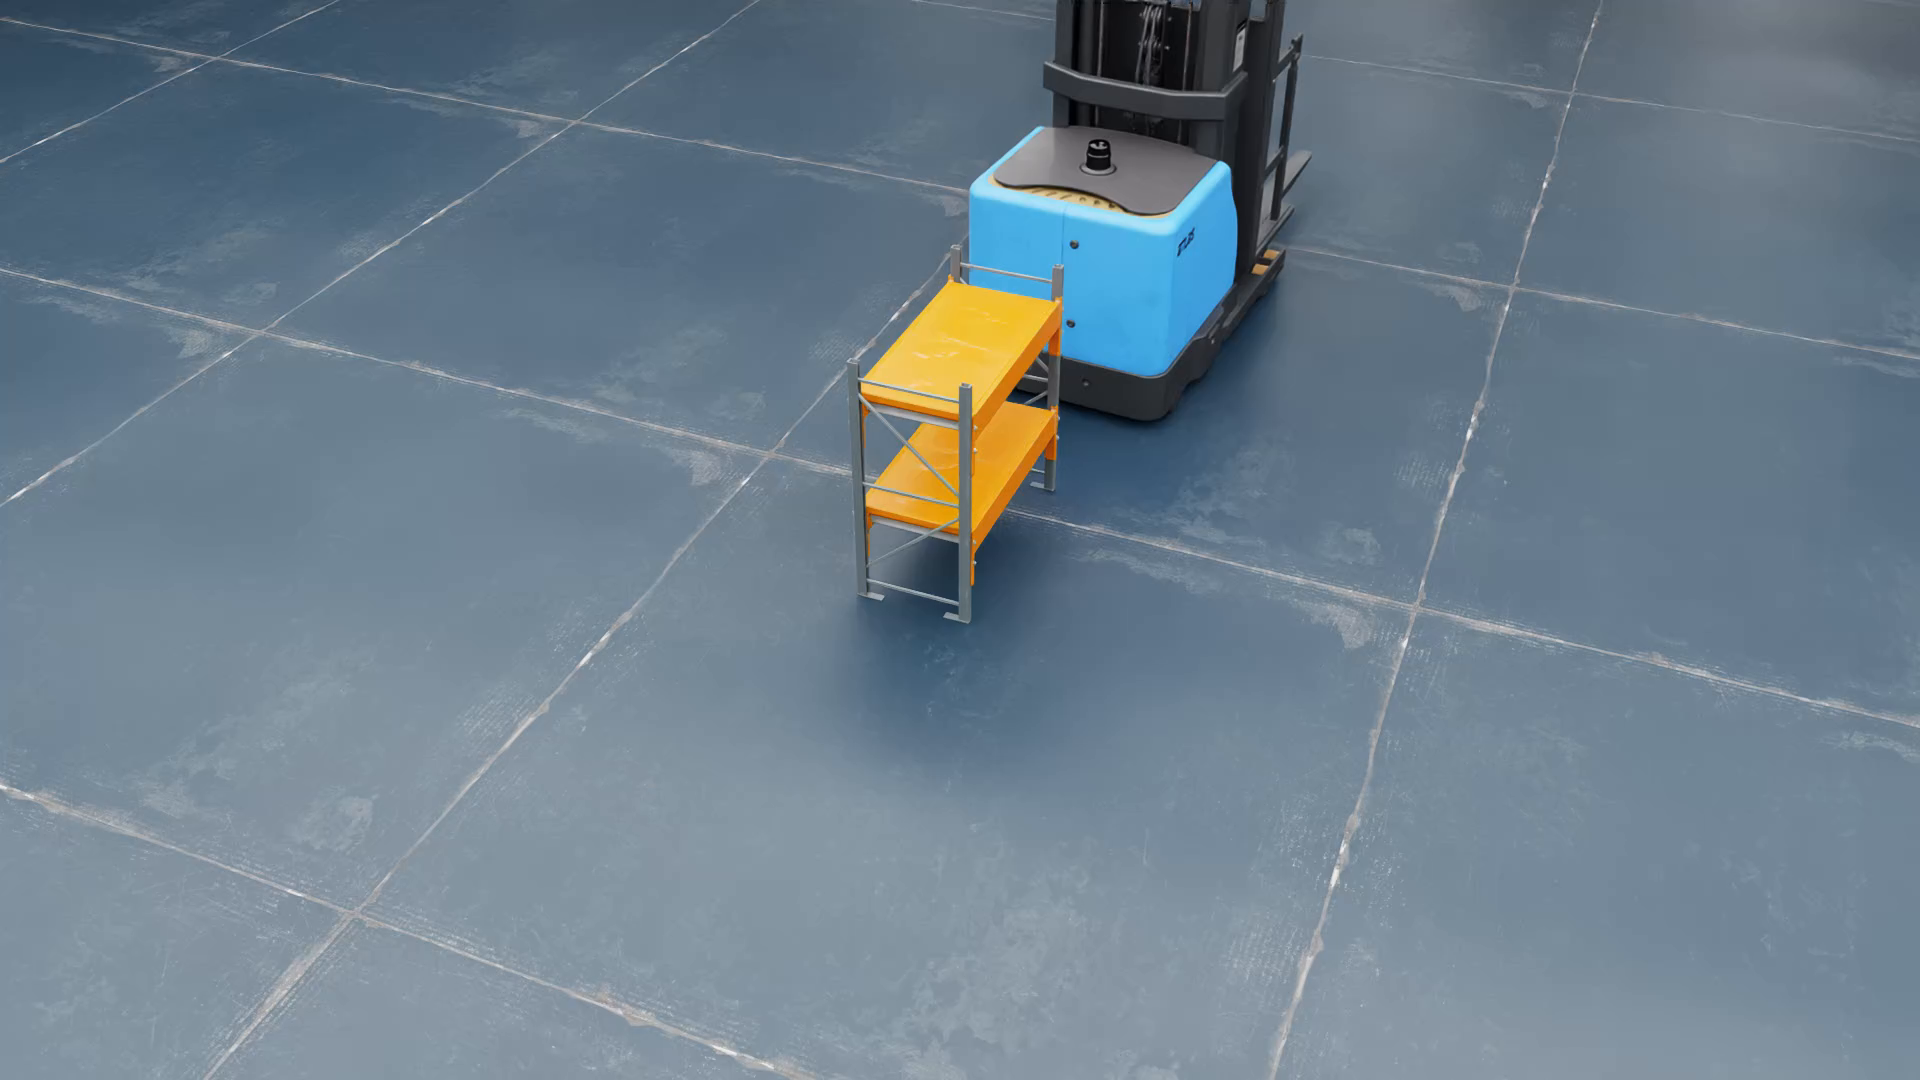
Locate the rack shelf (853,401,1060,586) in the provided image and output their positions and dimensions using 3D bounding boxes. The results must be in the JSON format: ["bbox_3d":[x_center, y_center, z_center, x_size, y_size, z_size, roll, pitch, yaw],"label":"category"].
[{"bbox_3d":[0.003,-0.258,7.065,0.538,0.278,1.000,14,39,18],"label":"rack shelf"}]

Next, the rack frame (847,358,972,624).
[{"bbox_3d":[-0.191,-0.173,6.542,0.500,1.125,0.032,14,39,18],"label":"rack frame"}]

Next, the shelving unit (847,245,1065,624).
[{"bbox_3d":[0.003,-0.454,6.918,0.538,1.125,1.048,14,39,18],"label":"shelving unit"}]

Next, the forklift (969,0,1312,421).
[{"bbox_3d":[1.139,-2.610,8.294,1.130,2.935,3.031,17,40,21],"label":"forklift"}]

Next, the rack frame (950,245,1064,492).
[{"bbox_3d":[0.196,-0.736,7.295,0.500,1.125,0.032,14,39,18],"label":"rack frame"}]

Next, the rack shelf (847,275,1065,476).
[{"bbox_3d":[0.003,-0.689,6.743,0.538,0.278,1.000,14,39,18],"label":"rack shelf"}]
